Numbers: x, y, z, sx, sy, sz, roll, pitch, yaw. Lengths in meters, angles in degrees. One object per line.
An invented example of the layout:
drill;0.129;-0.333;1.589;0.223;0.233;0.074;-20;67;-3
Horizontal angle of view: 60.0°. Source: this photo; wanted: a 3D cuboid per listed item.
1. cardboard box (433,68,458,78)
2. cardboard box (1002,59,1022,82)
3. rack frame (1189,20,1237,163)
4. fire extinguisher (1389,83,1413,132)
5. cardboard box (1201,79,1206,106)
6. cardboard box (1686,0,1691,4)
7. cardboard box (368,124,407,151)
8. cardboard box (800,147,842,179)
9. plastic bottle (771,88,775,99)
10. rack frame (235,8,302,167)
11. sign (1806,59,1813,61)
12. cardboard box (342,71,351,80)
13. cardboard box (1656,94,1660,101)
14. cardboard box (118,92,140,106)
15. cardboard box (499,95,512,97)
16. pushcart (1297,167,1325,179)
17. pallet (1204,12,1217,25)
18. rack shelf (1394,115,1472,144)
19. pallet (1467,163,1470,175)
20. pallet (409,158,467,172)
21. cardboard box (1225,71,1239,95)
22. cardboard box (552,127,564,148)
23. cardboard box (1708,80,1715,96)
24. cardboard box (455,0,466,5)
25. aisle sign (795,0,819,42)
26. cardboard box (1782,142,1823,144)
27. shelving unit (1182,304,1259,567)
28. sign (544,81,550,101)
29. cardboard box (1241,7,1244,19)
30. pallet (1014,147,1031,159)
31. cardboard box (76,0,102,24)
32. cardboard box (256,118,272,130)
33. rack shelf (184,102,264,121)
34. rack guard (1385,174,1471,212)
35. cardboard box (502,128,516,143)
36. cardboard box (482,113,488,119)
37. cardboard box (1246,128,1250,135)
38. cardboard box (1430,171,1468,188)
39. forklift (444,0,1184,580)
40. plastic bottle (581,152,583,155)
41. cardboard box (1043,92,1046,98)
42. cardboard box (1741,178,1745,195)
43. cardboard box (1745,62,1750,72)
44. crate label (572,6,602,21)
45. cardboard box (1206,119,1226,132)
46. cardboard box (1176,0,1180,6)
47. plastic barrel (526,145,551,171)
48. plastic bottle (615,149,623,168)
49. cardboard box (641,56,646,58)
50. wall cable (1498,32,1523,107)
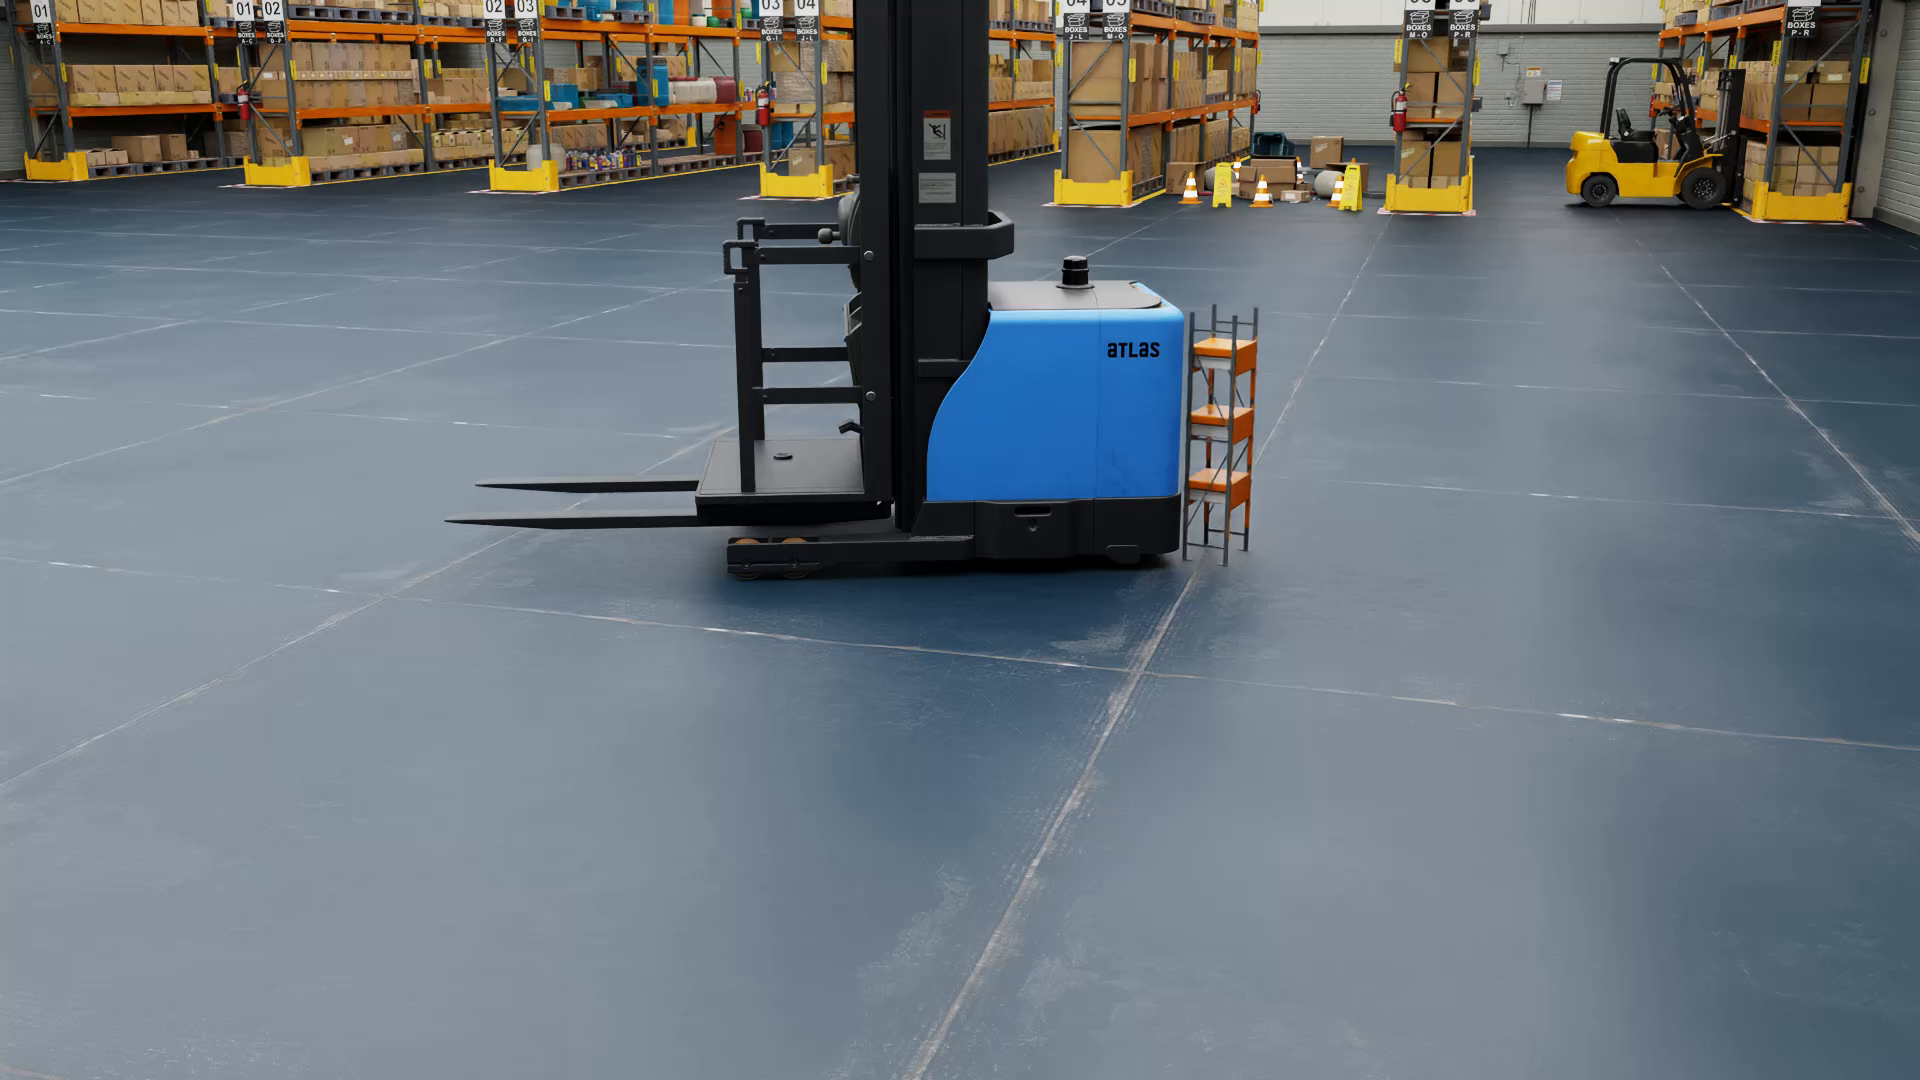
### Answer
cardboard box;-13.347;-11.610;42.214;0.980;0.700;0.700;5;17;17
cardboard box;1.112;-10.710;37.946;0.500;0.500;0.500;5;16;16
rack frame;5.458;-9.761;36.247;1.000;3.000;0.127;5;16;16
fire extinguisher;6.348;-6.233;23.949;0.296;0.674;0.183;5;16;16
cardboard box;4.450;-8.624;32.055;0.500;0.500;0.500;5;16;16
cardboard box;14.319;-10.484;32.259;0.380;0.149;0.250;4;16;15
cardboard box;-11.115;-7.820;32.299;0.500;0.500;0.500;5;16;16
cardboard box;-2.349;-6.354;28.044;0.500;0.500;0.500;10;18;30
plastic bottle;-4.193;-9.985;37.249;0.061;0.283;0.133;5;16;16
rack frame;-12.176;-7.802;29.340;1.000;3.000;0.127;5;16;16
sign;13.251;-7.339;25.975;0.100;0.325;0.005;5;16;16
cardboard box;-11.494;-8.585;30.729;0.380;0.149;0.250;4;16;15
cardboard box;15.773;-9.881;37.129;0.380;0.149;0.250;4;16;15
cardboard box;-16.199;-8.496;32.023;0.500;0.250;0.500;4;16;15
cardboard box;-9.893;-9.518;35.848;0.380;0.149;0.250;5;16;16
pushcart;5.759;-6.213;28.543;1.648;0.377;0.936;-1;16;-3
pallet;4.189;-9.895;31.566;1.213;0.211;1.003;5;17;18
rack shelf;7.390;-6.442;25.861;1.077;0.370;4.000;5;16;16
pallet;9.392;-7.216;32.385;1.003;0.211;1.213;5;16;16
pallet;-10.867;-7.703;34.100;1.003;0.211;1.213;5;16;16
cardboard box;5.840;-10.063;36.581;0.500;0.500;0.500;4;16;15
cardboard box;-9.356;-9.139;37.826;0.500;0.500;0.500;4;16;14
cardboard box;13.186;-7.778;28.614;0.500;0.250;0.500;4;16;14
cardboard box;-12.905;-13.606;42.254;0.500;0.500;0.500;4;16;15
aisle sign;-2.409;-8.244;26.134;0.394;0.787;0.004;5;16;16
cardboard box;12.191;-5.613;24.058;0.500;0.250;0.500;5;16;16
shelving unit;1.085;-0.437;6.941;0.215;1.050;0.252;9;18;28
sign;-6.902;-7.506;27.790;0.100;0.325;0.005;5;16;16
cardboard box;5.971;-11.610;36.627;0.500;0.250;0.500;5;16;16
pallet;1.022;-9.024;38.757;1.003;0.211;1.213;5;16;16
cardboard box;-16.405;-9.892;30.991;0.500;0.500;0.500;6;17;20
cardboard box;-15.331;-9.047;36.130;0.500;0.250;0.500;4;16;14
rack shelf;-15.222;-9.409;36.323;1.077;0.370;4.000;5;16;16
rack guard;6.844;-5.082;24.330;1.175;0.500;0.348;5;16;16
cardboard box;-9.957;-8.752;35.929;0.500;0.311;0.500;4;16;15
cardboard box;-12.854;-11.342;44.443;0.380;0.149;0.250;5;17;16
cardboard box;6.609;-9.628;39.140;0.380;0.149;0.250;4;16;15
cardboard box;7.612;-5.610;25.880;0.500;0.250;0.500;6;17;20
forklift;-0.624;-1.397;6.884;3.031;2.935;1.130;-1;16;-4
plastic bottle;-7.059;-7.100;31.036;0.061;0.283;0.133;5;17;18
cardboard box;1.865;-10.780;40.299;0.380;0.149;0.250;5;17;17
cardboard box;11.714;-5.167;24.318;0.500;0.250;0.500;5;17;16
cardboard box;12.121;-7.168;25.186;0.380;0.149;0.250;5;17;17
crate label;-6.579;-9.253;29.229;0.502;0.251;0.408;5;16;16
cardboard box;5.329;-8.774;35.202;0.500;0.250;0.500;5;17;19
cardboard box;3.717;-9.493;29.311;0.250;0.149;0.380;5;16;16
plastic barrel;-7.314;-6.600;28.892;0.421;0.512;0.421;0;16;0
plastic bottle;-6.344;-7.075;30.825;0.144;0.351;0.185;5;16;16
cardboard box;-8.070;-11.842;41.566;0.500;0.500;0.500;4;16;14
wall cable;14.312;-12.309;43.368;0.588;1.984;0.122;5;16;16
